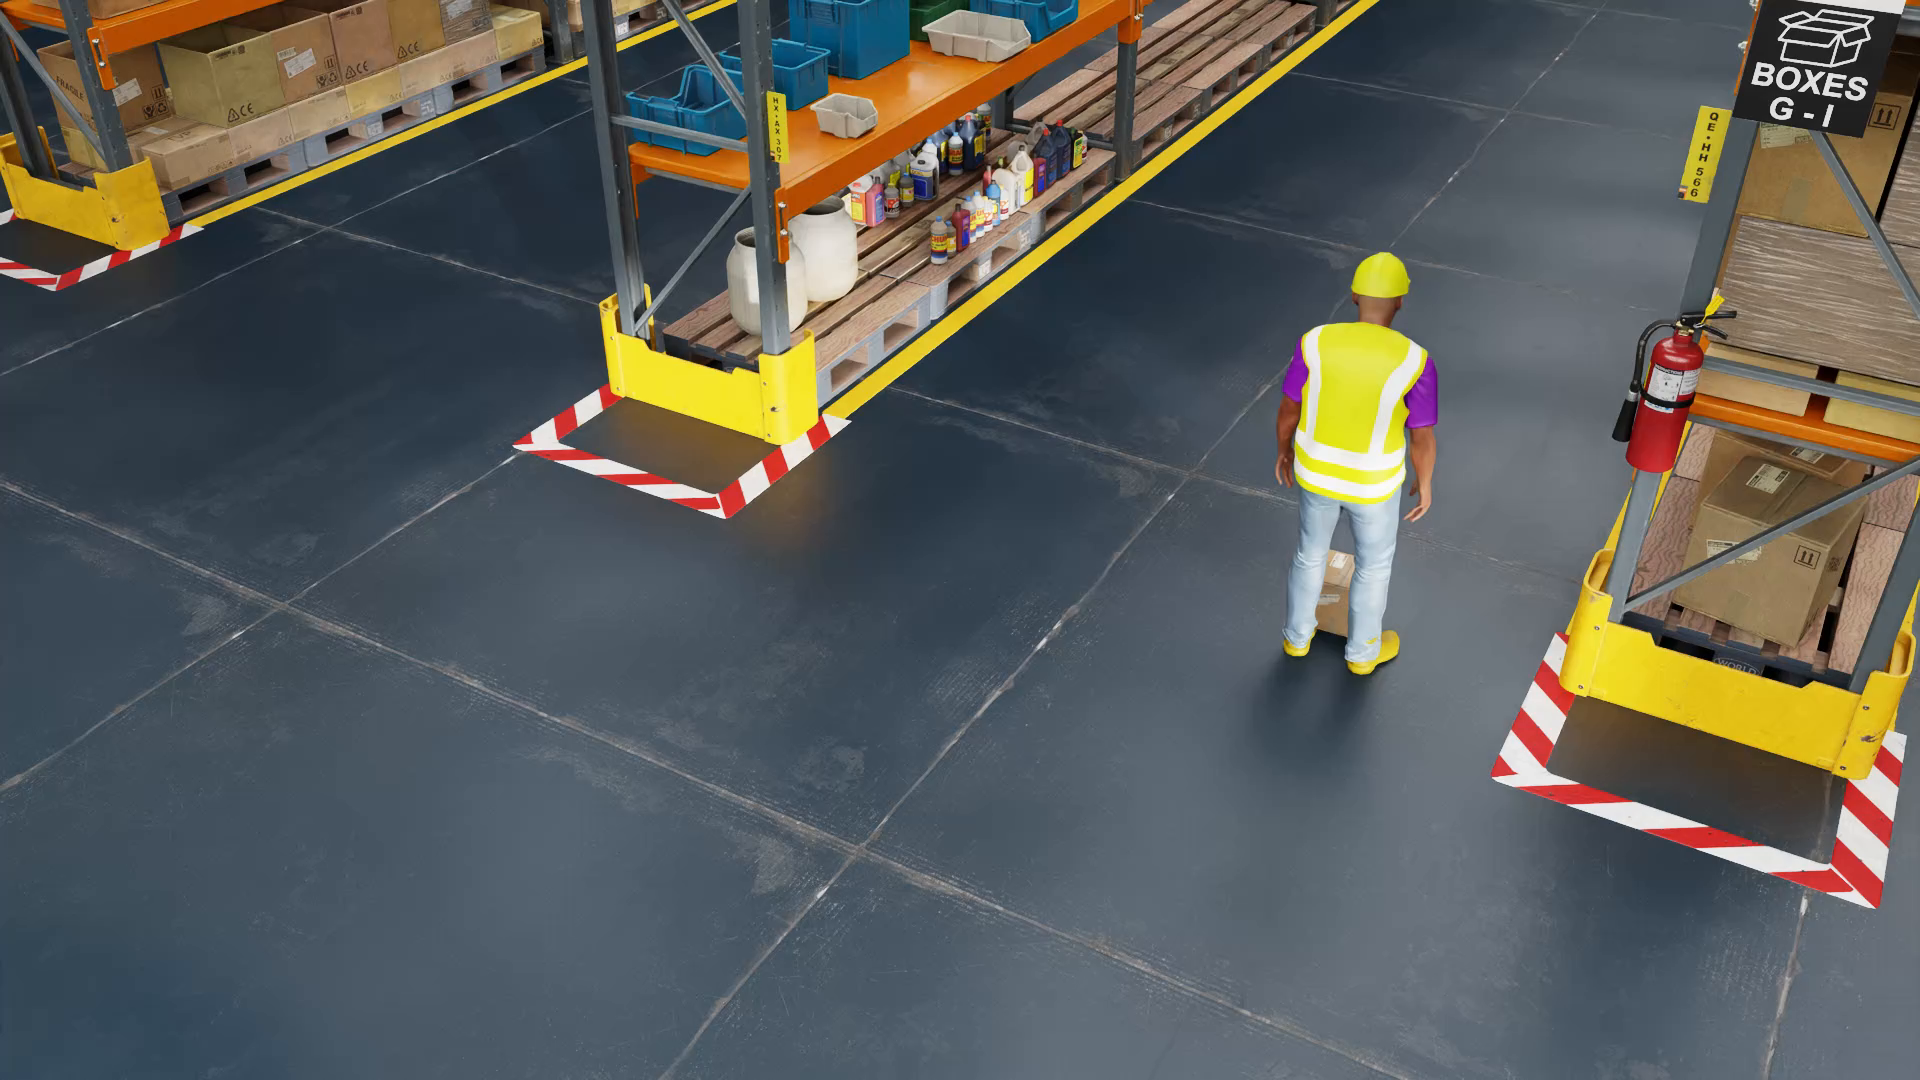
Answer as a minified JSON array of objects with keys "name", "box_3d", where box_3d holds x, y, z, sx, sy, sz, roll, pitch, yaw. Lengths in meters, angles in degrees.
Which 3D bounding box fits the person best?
[{"name":"person","box_3d":[1.548,-0.281,6.544,0.631,1.760,0.463,17,38,24]}]
